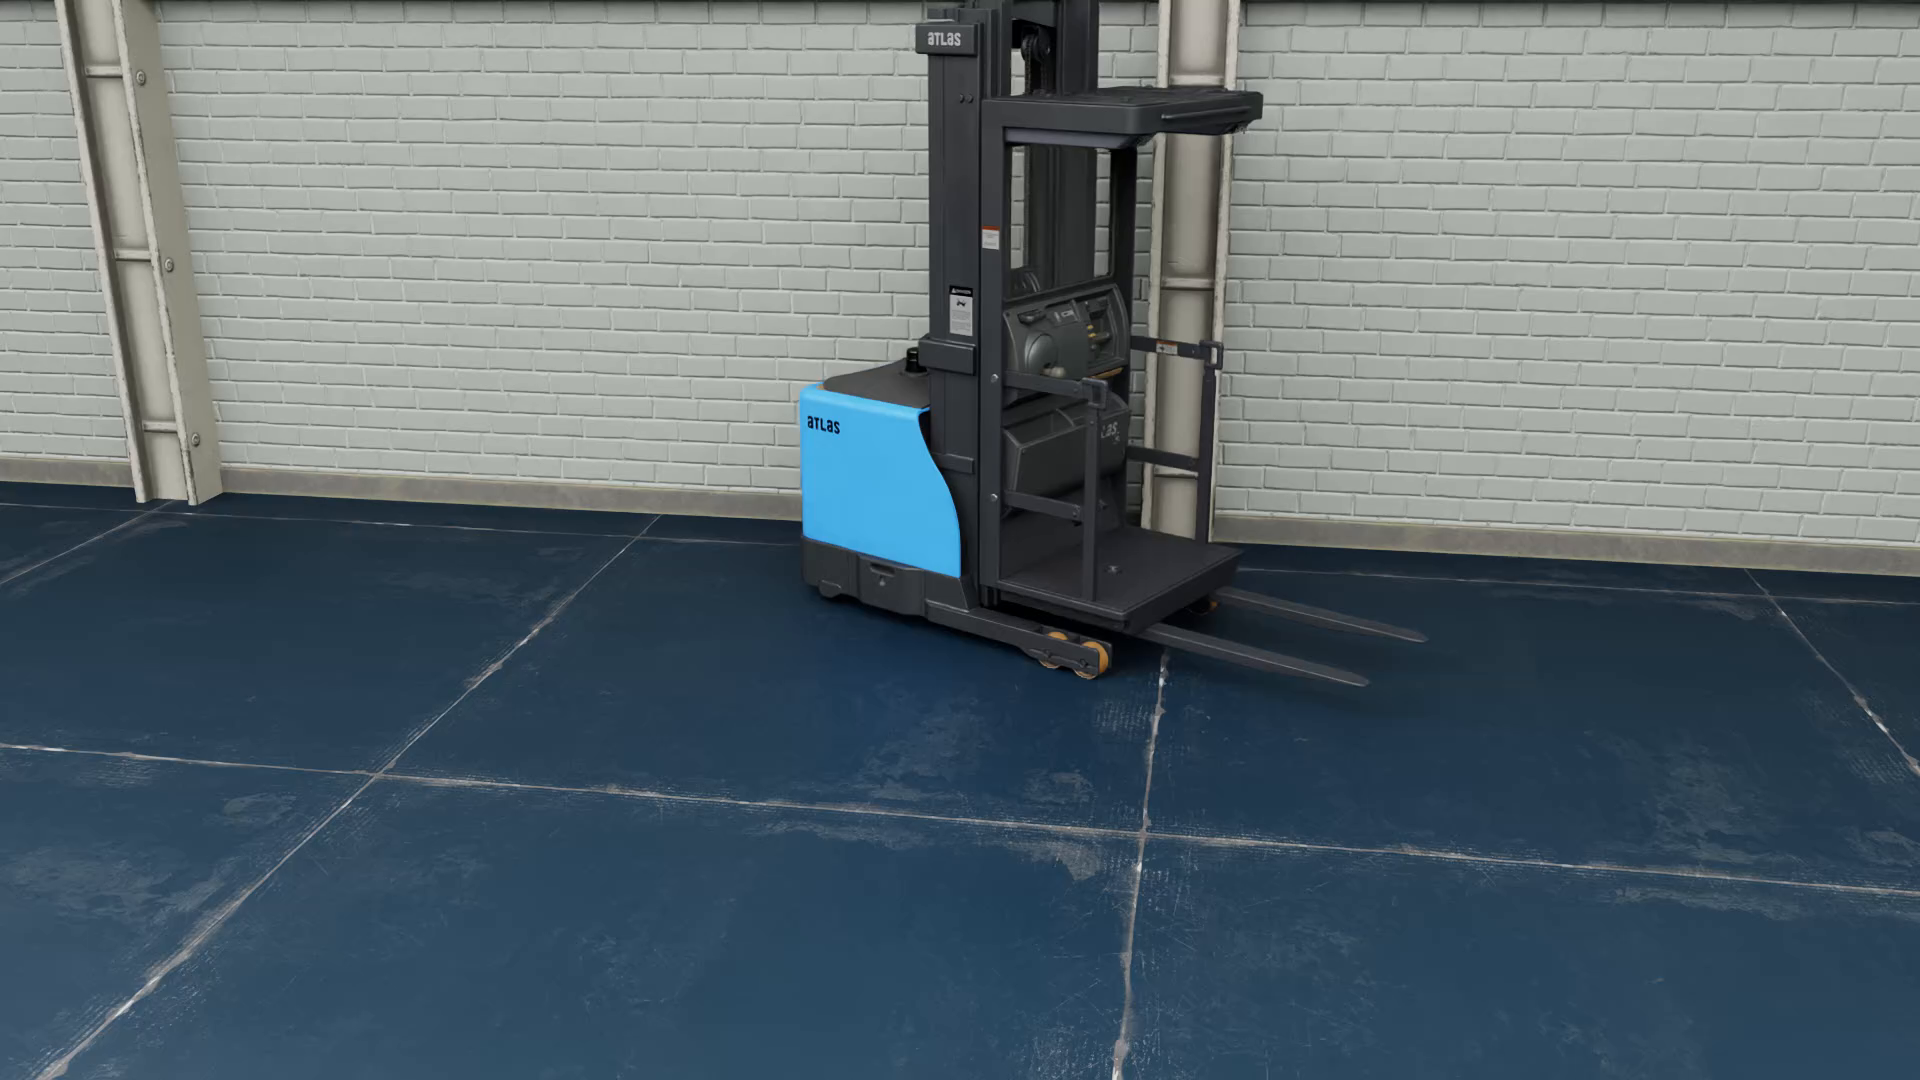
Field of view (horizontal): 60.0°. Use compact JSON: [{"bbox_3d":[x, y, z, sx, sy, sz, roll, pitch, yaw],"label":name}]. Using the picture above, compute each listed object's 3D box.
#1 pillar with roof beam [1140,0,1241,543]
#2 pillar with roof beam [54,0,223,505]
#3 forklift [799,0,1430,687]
[{"bbox_3d":[0.514,-2.883,3.737,0.400,9.000,9.100,3,19,9],"label":"pillar with roof beam"},{"bbox_3d":[-5.410,-3.185,4.639,0.400,9.000,9.100,3,19,9],"label":"pillar with roof beam"},{"bbox_3d":[0.666,-0.957,7.544,3.031,2.935,1.130,14,23,36],"label":"forklift"}]
